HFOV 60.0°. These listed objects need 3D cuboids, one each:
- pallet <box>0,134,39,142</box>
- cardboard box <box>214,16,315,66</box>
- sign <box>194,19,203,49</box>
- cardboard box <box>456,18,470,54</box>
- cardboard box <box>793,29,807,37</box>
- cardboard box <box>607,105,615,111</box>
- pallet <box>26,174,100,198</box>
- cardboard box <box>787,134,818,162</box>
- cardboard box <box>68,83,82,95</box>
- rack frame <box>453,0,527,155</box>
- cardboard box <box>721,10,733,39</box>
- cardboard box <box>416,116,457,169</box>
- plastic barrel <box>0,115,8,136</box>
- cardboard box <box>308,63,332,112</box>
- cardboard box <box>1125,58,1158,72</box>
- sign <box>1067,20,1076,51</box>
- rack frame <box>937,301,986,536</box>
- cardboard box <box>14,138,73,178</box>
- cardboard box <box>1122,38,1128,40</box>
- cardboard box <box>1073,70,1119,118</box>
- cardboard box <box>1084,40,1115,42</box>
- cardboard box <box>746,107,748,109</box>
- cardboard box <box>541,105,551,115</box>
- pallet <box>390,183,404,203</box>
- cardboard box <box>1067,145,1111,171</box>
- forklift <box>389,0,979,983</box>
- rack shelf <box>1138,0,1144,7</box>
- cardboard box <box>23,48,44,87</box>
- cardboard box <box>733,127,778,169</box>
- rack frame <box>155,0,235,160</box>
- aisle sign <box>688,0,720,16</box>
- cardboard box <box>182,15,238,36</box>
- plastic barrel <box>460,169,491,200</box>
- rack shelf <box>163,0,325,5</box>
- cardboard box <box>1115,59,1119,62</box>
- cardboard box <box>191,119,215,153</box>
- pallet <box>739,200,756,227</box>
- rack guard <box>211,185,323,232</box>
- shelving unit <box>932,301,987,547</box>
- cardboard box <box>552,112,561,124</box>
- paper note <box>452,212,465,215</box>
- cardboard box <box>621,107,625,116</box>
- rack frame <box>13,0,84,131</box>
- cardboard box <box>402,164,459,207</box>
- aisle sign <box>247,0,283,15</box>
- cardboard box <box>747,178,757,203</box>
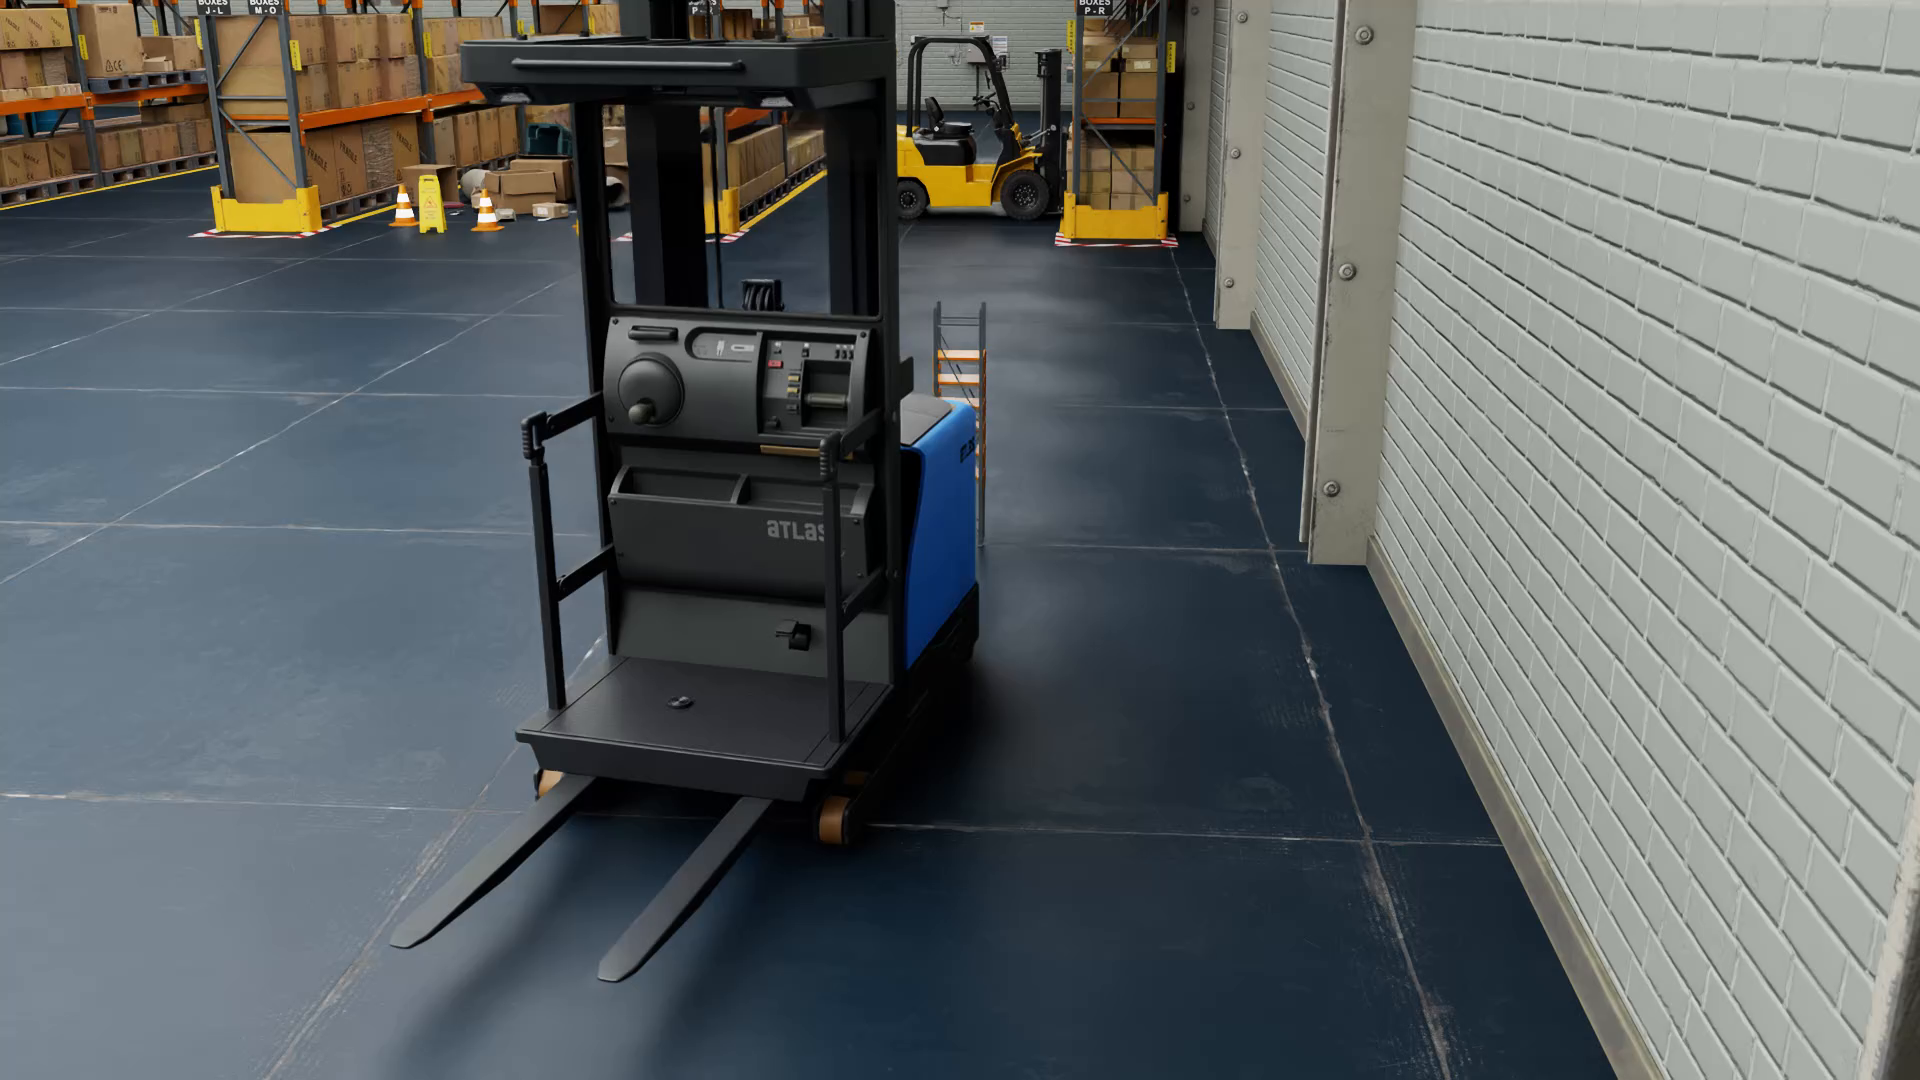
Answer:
[{"bbox_3d":[-17.324,-7.123,29.823,1.003,0.211,1.213,1,18,4],"label":"pallet"},{"bbox_3d":[-8.057,-5.786,19.289,0.875,0.550,0.550,1,18,4],"label":"cardboard box"},{"bbox_3d":[-8.663,-5.766,18.964,0.100,0.325,0.005,1,18,4],"label":"sign"},{"bbox_3d":[-7.697,-7.480,24.667,0.700,0.500,0.500,1,18,3],"label":"cardboard box"},{"bbox_3d":[-2.487,-7.087,23.921,0.500,0.500,0.500,1,18,4],"label":"cardboard box"},{"bbox_3d":[-6.887,-8.367,32.088,0.380,0.149,0.250,2,18,5],"label":"cardboard box"},{"bbox_3d":[-12.788,-4.937,23.151,1.003,0.211,1.213,1,18,4],"label":"pallet"},{"bbox_3d":[-2.700,-6.039,25.581,0.950,0.372,0.625,1,18,3],"label":"cardboard box"},{"bbox_3d":[-12.498,-6.279,23.171,0.380,0.149,0.250,1,18,4],"label":"cardboard box"},{"bbox_3d":[-7.549,-7.572,26.714,1.000,3.000,0.127,1,18,4],"label":"rack frame"},{"bbox_3d":[-3.207,-6.305,20.604,0.700,0.500,0.500,1,18,4],"label":"cardboard box"},{"bbox_3d":[-7.881,-5.655,23.802,1.050,0.750,0.750,1,18,4],"label":"cardboard box"},{"bbox_3d":[-17.379,-7.522,29.884,0.421,0.512,0.421,0,18,0],"label":"plastic barrel"},{"bbox_3d":[-8.123,-5.446,19.985,0.875,0.550,0.550,1,18,4],"label":"cardboard box"},{"bbox_3d":[2.056,-5.354,18.742,0.380,0.149,0.250,1,18,3],"label":"cardboard box"},{"bbox_3d":[1.233,-5.578,18.388,0.100,0.325,0.005,1,18,4],"label":"sign"},{"bbox_3d":[0.006,-0.594,8.309,0.240,1.200,0.006,1,18,4],"label":"rack frame"},{"bbox_3d":[-12.844,-5.360,23.304,0.500,0.500,0.500,1,18,2],"label":"cardboard box"},{"bbox_3d":[2.274,-6.372,21.374,0.380,0.149,0.250,1,18,3],"label":"cardboard box"},{"bbox_3d":[1.547,-5.105,19.024,0.500,0.500,0.500,1,18,3],"label":"cardboard box"},{"bbox_3d":[1.693,-5.988,20.200,0.380,0.149,0.250,2,18,5],"label":"cardboard box"},{"bbox_3d":[-2.794,-5.308,20.208,0.380,0.149,0.250,2,18,5],"label":"cardboard box"},{"bbox_3d":[-7.222,-7.306,28.039,0.500,0.250,0.500,1,18,3],"label":"cardboard box"},{"bbox_3d":[-7.968,-4.770,22.641,1.003,0.211,1.213,1,18,4],"label":"pallet"},{"bbox_3d":[1.495,-4.416,19.220,0.500,0.250,0.500,2,18,6],"label":"cardboard box"},{"bbox_3d":[-0.801,-0.532,5.341,1.130,2.935,3.031,5,19,14],"label":"forklift"},{"bbox_3d":[2.203,-7.845,23.887,1.077,0.370,4.000,1,18,4],"label":"rack shelf"},{"bbox_3d":[-12.940,-6.368,22.400,0.875,0.500,0.500,1,18,4],"label":"cardboard box"},{"bbox_3d":[-2.701,-5.152,21.866,0.500,0.500,0.500,2,18,5],"label":"cardboard box"},{"bbox_3d":[-12.489,-7.714,27.148,1.000,3.000,0.127,1,18,4],"label":"rack frame"},{"bbox_3d":[-2.873,-6.217,18.405,0.394,0.787,0.004,1,18,4],"label":"aisle sign"},{"bbox_3d":[-12.420,-8.465,27.668,0.797,0.503,0.637,2,18,6],"label":"cardboard box"},{"bbox_3d":[-6.387,-4.719,22.144,0.512,0.421,0.421,17,25,41],"label":"plastic barrel"},{"bbox_3d":[-12.345,-9.419,28.688,1.077,0.370,4.000,1,18,4],"label":"rack shelf"},{"bbox_3d":[2.352,-6.459,22.755,0.500,0.250,0.500,1,18,3],"label":"cardboard box"},{"bbox_3d":[-12.517,-6.527,26.832,0.700,0.500,0.500,0,18,1],"label":"cardboard box"},{"bbox_3d":[-3.079,-3.958,20.164,1.003,0.211,1.213,1,18,4],"label":"pallet"},{"bbox_3d":[-8.124,-3.892,19.498,1.175,0.500,0.348,1,18,4],"label":"rack guard"},{"bbox_3d":[-0.001,-0.566,8.222,0.258,1.200,0.189,1,18,4],"label":"shelving unit"},{"bbox_3d":[-7.179,-7.113,28.654,0.500,0.500,0.500,1,18,3],"label":"cardboard box"},{"bbox_3d":[-6.320,-4.112,20.925,0.144,0.017,0.142,8,20,23],"label":"paper note"},{"bbox_3d":[-6.825,-8.471,32.883,0.380,0.149,0.250,2,18,7],"label":"cardboard box"},{"bbox_3d":[-17.142,-9.067,31.276,1.000,3.000,0.127,1,18,4],"label":"rack frame"},{"bbox_3d":[-6.923,-4.638,21.770,0.500,0.500,0.500,4,19,13],"label":"cardboard box"},{"bbox_3d":[-7.828,-6.294,18.639,0.394,0.787,0.004,1,18,4],"label":"aisle sign"},{"bbox_3d":[-2.800,-4.304,20.481,0.500,0.250,0.500,2,18,6],"label":"cardboard box"}]
